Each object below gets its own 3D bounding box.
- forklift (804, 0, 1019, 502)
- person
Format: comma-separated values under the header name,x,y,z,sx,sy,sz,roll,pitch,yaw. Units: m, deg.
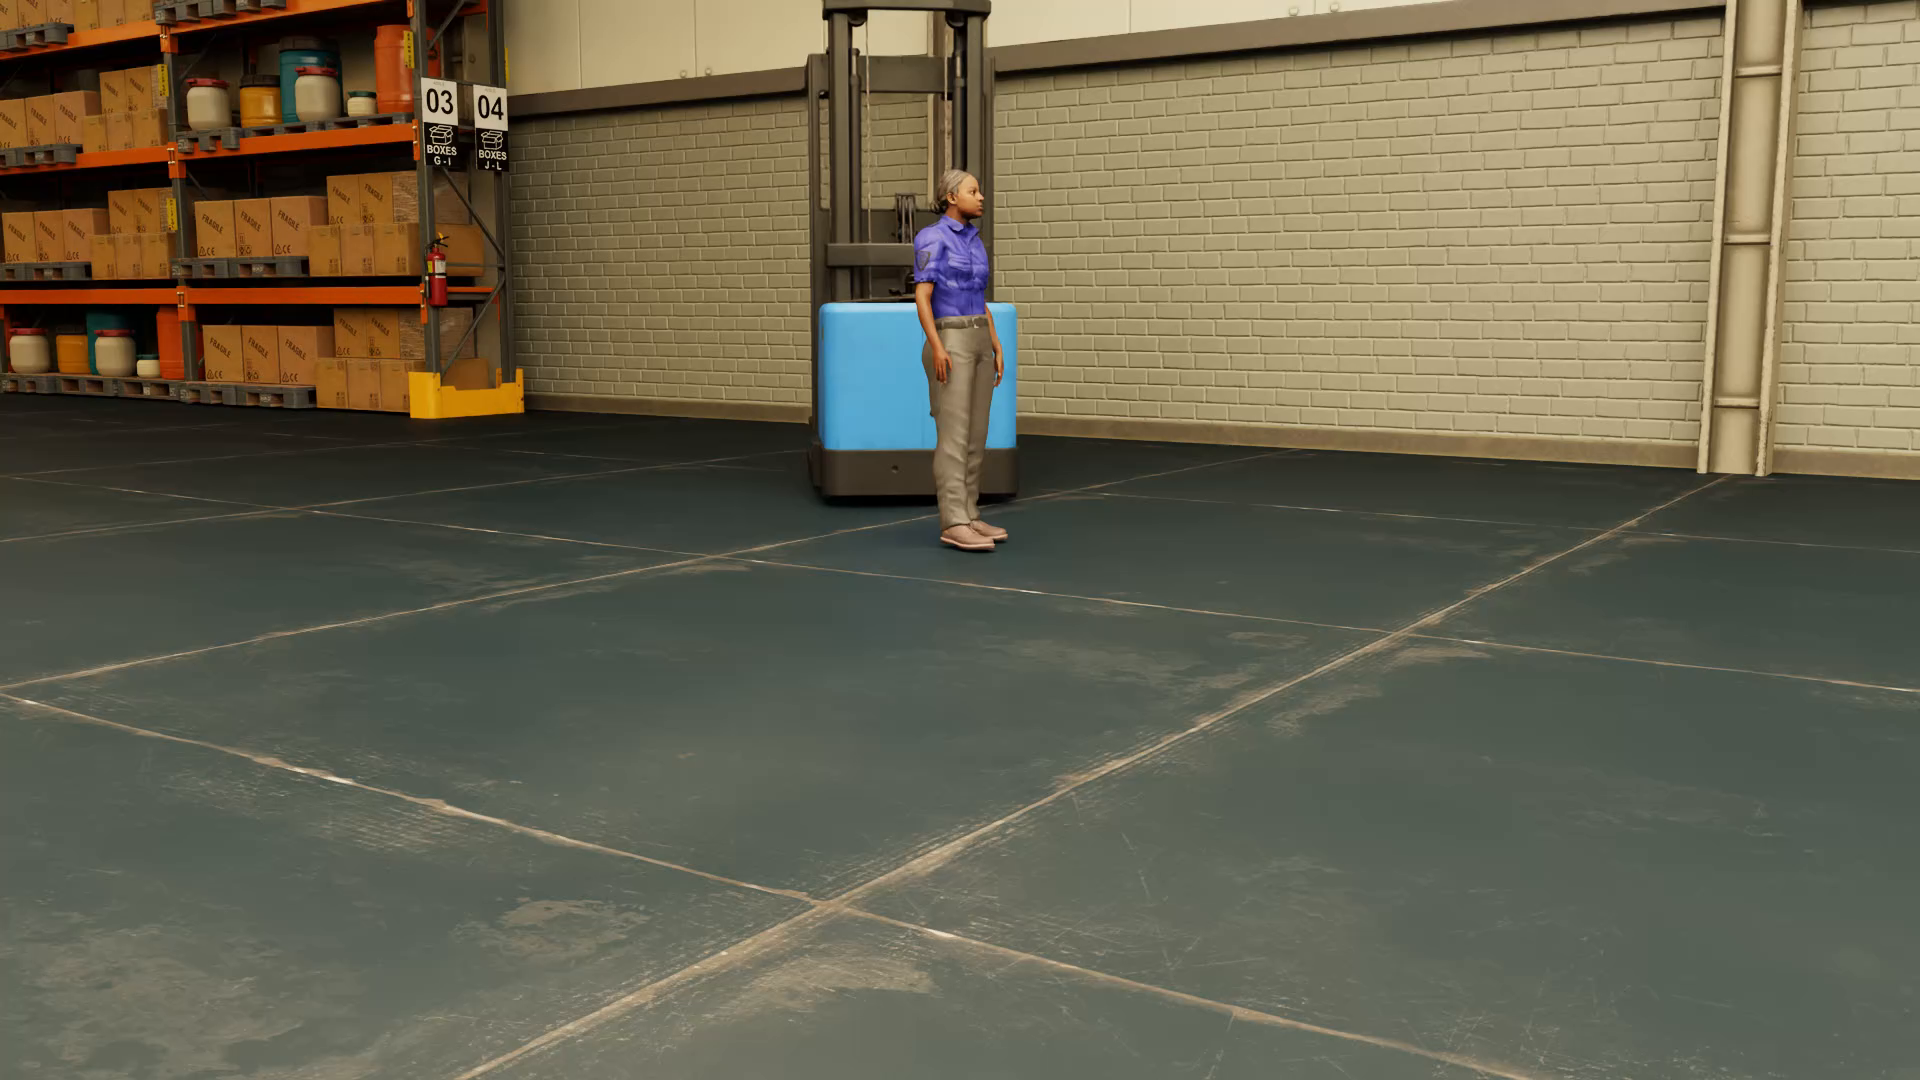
name,x,y,z,sx,sy,sz,roll,pitch,yaw
forklift,-0.372,-1.830,10.060,1.130,2.935,3.031,-1,8,-7
person,0.062,-0.817,7.421,0.503,1.656,0.569,5,10,34
